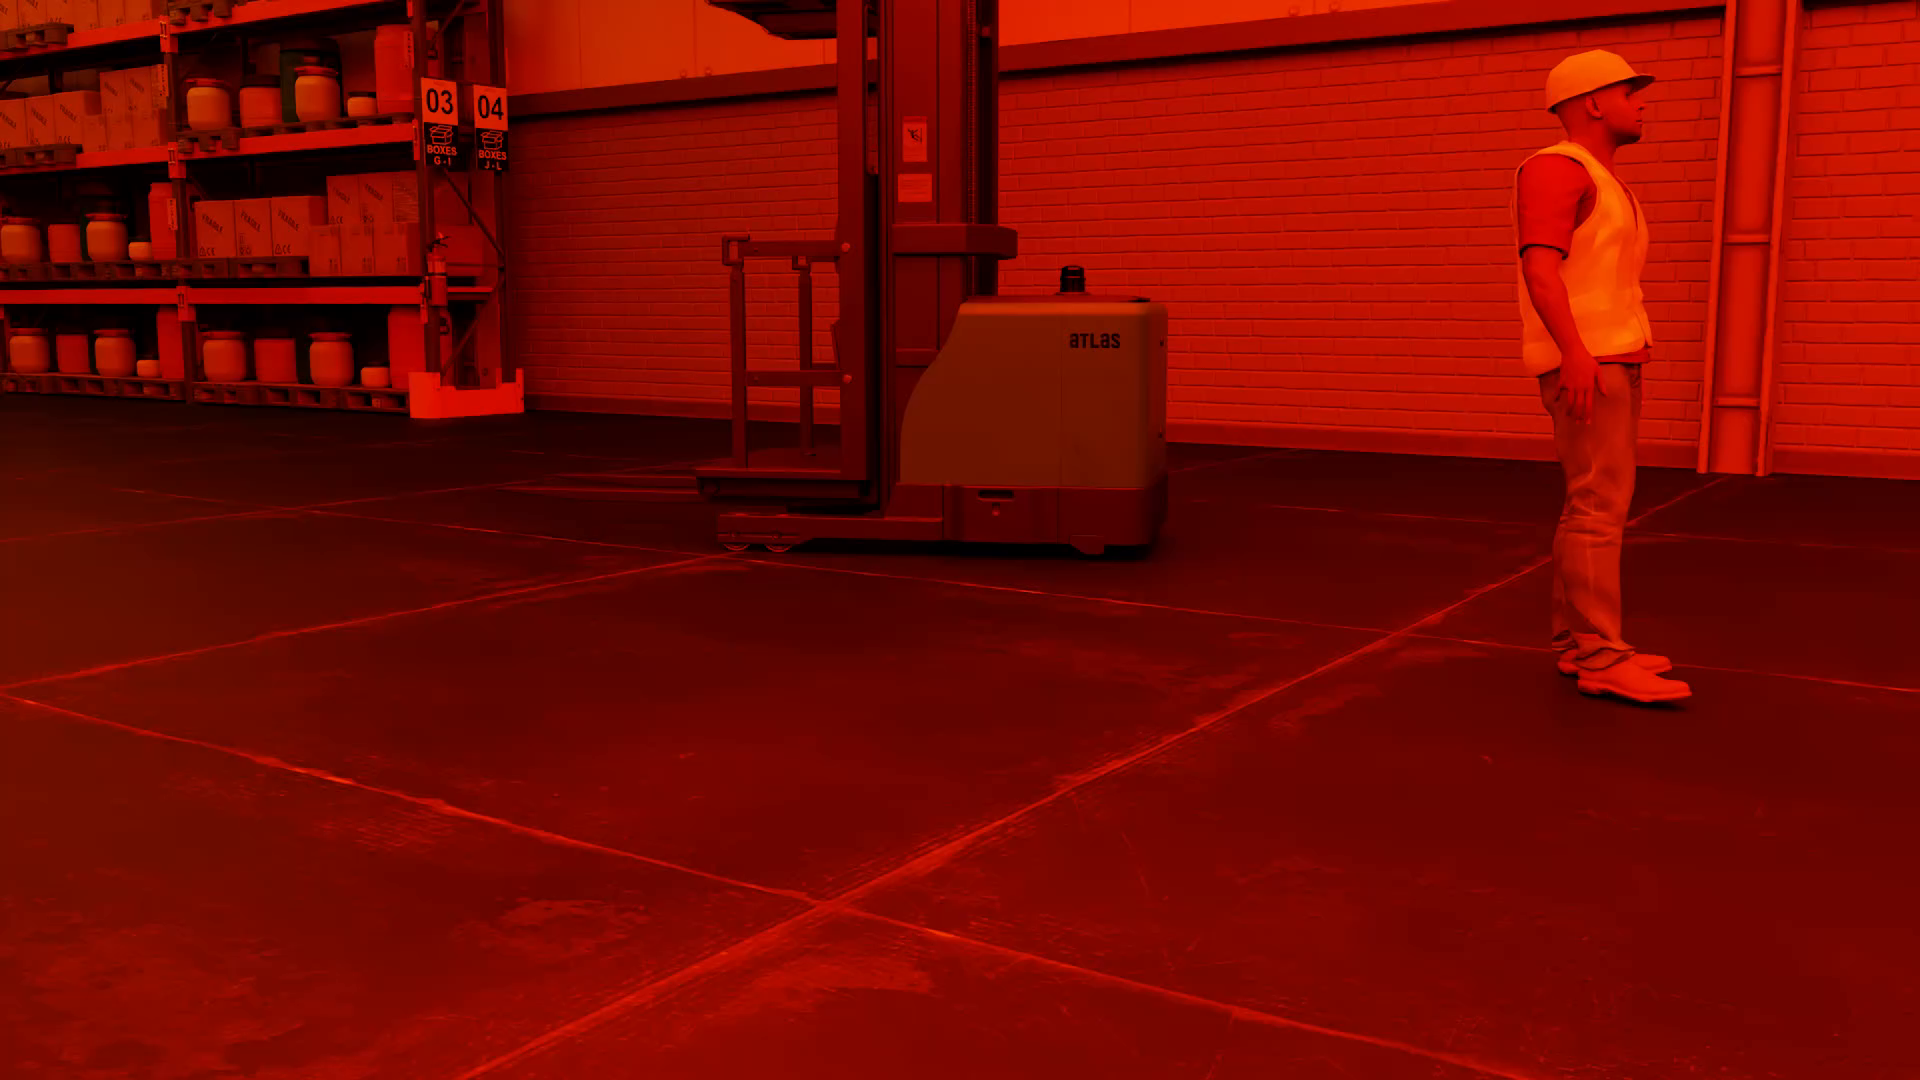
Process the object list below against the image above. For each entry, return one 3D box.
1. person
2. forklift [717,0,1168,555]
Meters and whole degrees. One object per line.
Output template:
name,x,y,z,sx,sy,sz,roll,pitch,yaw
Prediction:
person,1.851,-0.482,4.671,0.576,1.767,0.666,5,10,34
forklift,-0.061,-1.409,7.416,1.939,2.843,1.129,2,8,12
